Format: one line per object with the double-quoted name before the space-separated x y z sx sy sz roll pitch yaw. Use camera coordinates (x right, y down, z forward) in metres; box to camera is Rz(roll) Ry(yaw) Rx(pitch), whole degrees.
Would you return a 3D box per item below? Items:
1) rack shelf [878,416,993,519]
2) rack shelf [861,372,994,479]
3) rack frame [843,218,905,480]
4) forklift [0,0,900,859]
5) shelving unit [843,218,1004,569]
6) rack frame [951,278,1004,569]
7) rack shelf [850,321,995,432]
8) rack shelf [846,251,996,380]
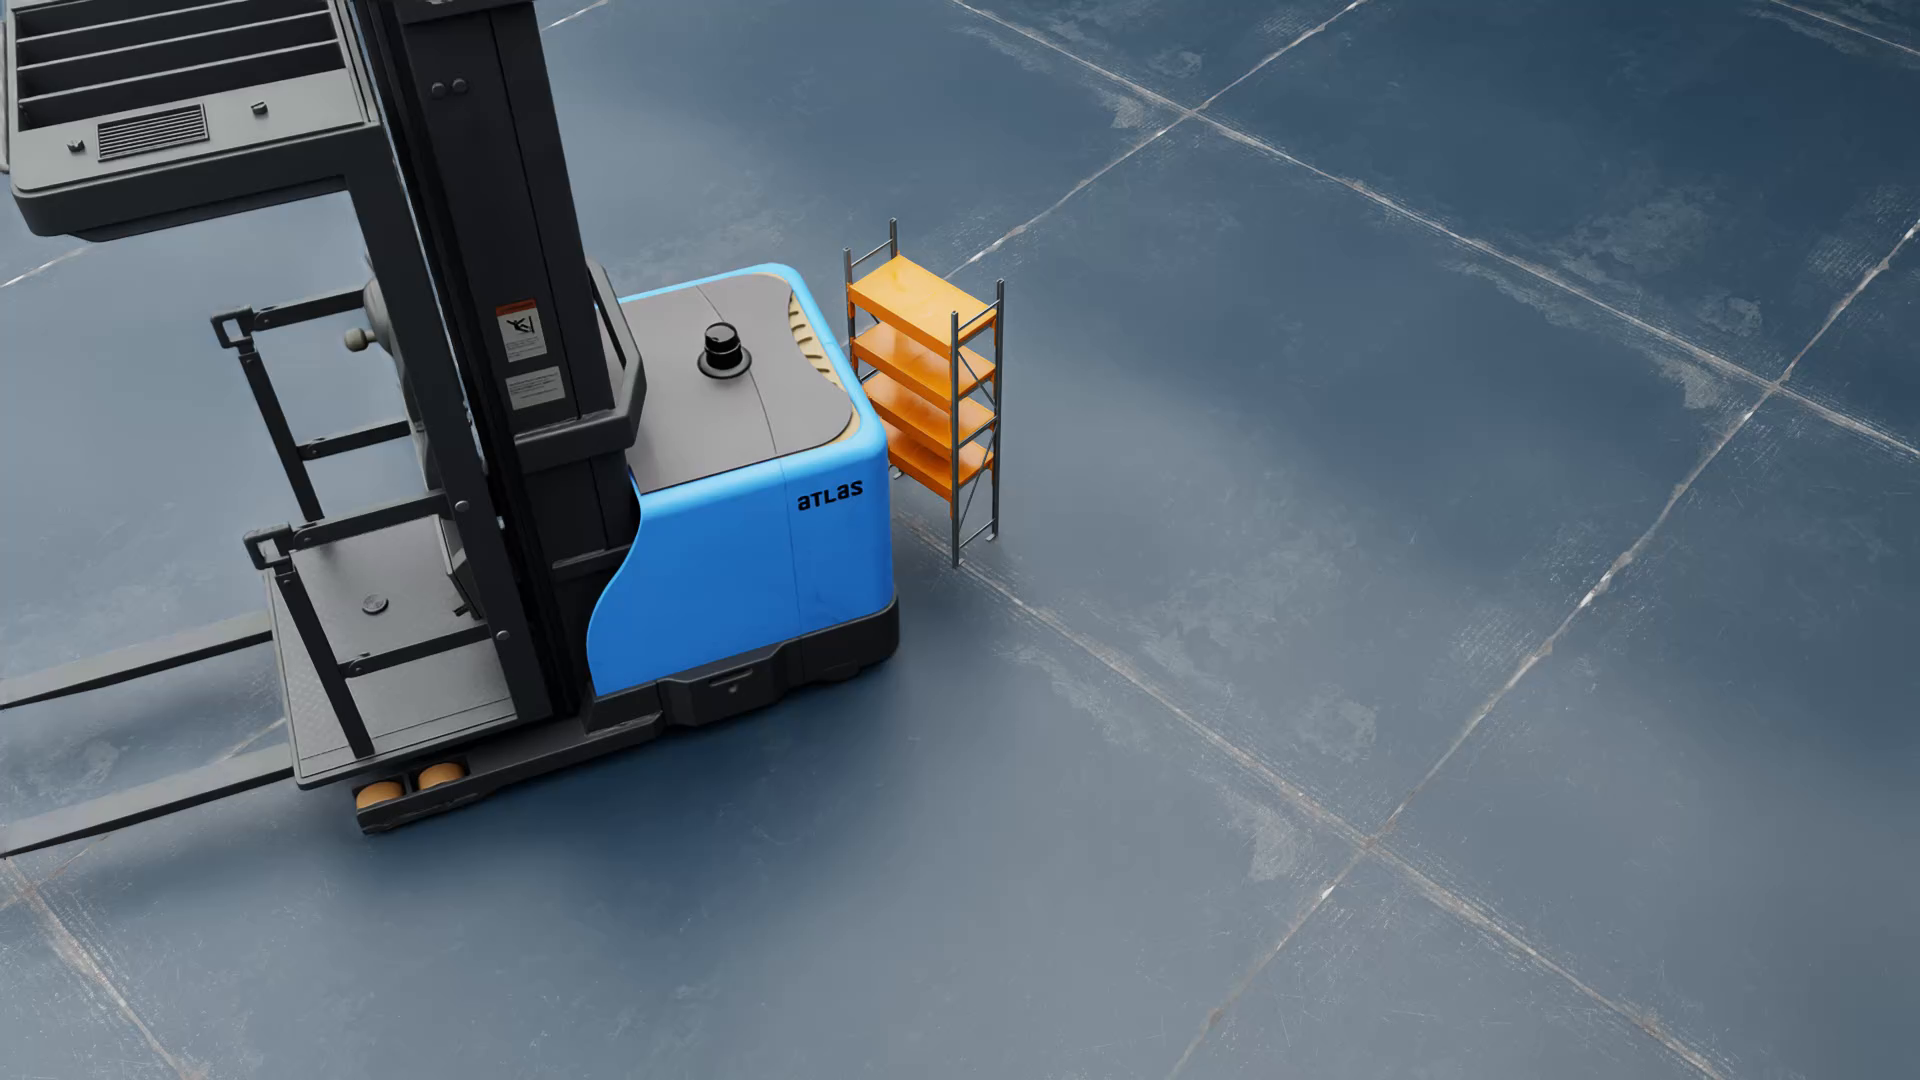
"rack shelf" -0.122 -0.311 6.083 0.480 0.148 0.258 34 55 28
"rack shelf" -0.122 -0.446 5.938 0.480 0.148 0.258 34 55 28
"rack frame" -0.301 -0.613 6.003 0.015 1.200 0.240 34 55 28
"forklift" -1.780 -0.506 4.715 3.031 2.935 1.130 -16 49 -15
"shelving unit" -0.122 -0.493 5.889 0.503 1.200 0.258 34 55 28
"rack frame" 0.058 -0.372 5.776 0.015 1.200 0.240 34 55 28
"rack shelf" -0.122 -0.600 5.775 0.480 0.148 0.258 34 55 28
"rack shelf" -0.122 -0.762 5.603 0.480 0.148 0.258 34 55 28
